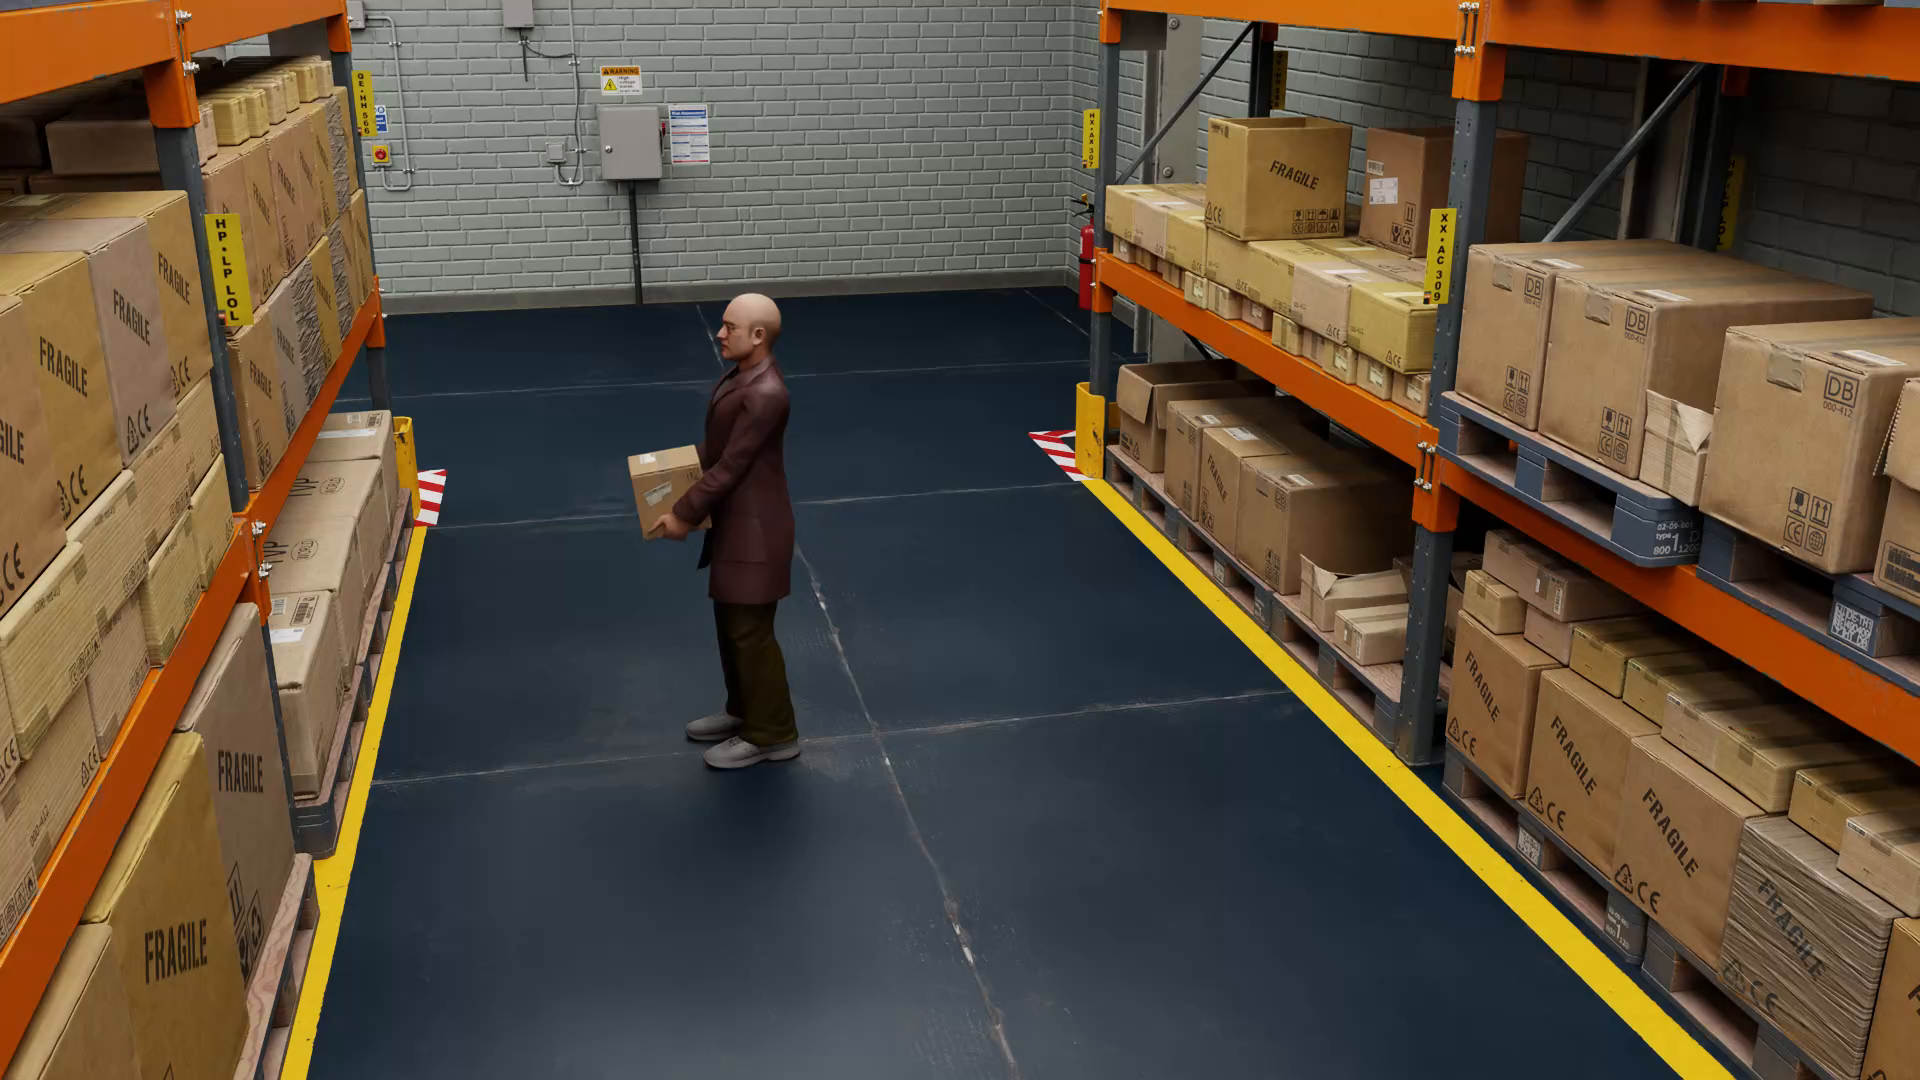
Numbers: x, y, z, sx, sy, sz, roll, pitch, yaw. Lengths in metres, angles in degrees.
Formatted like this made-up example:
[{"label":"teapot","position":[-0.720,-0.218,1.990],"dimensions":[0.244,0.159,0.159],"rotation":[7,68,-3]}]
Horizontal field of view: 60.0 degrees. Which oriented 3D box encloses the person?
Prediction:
[{"label":"person","position":[-0.886,-0.027,6.172],"dimensions":[0.543,1.778,0.522],"rotation":[-4,20,-12]}]
